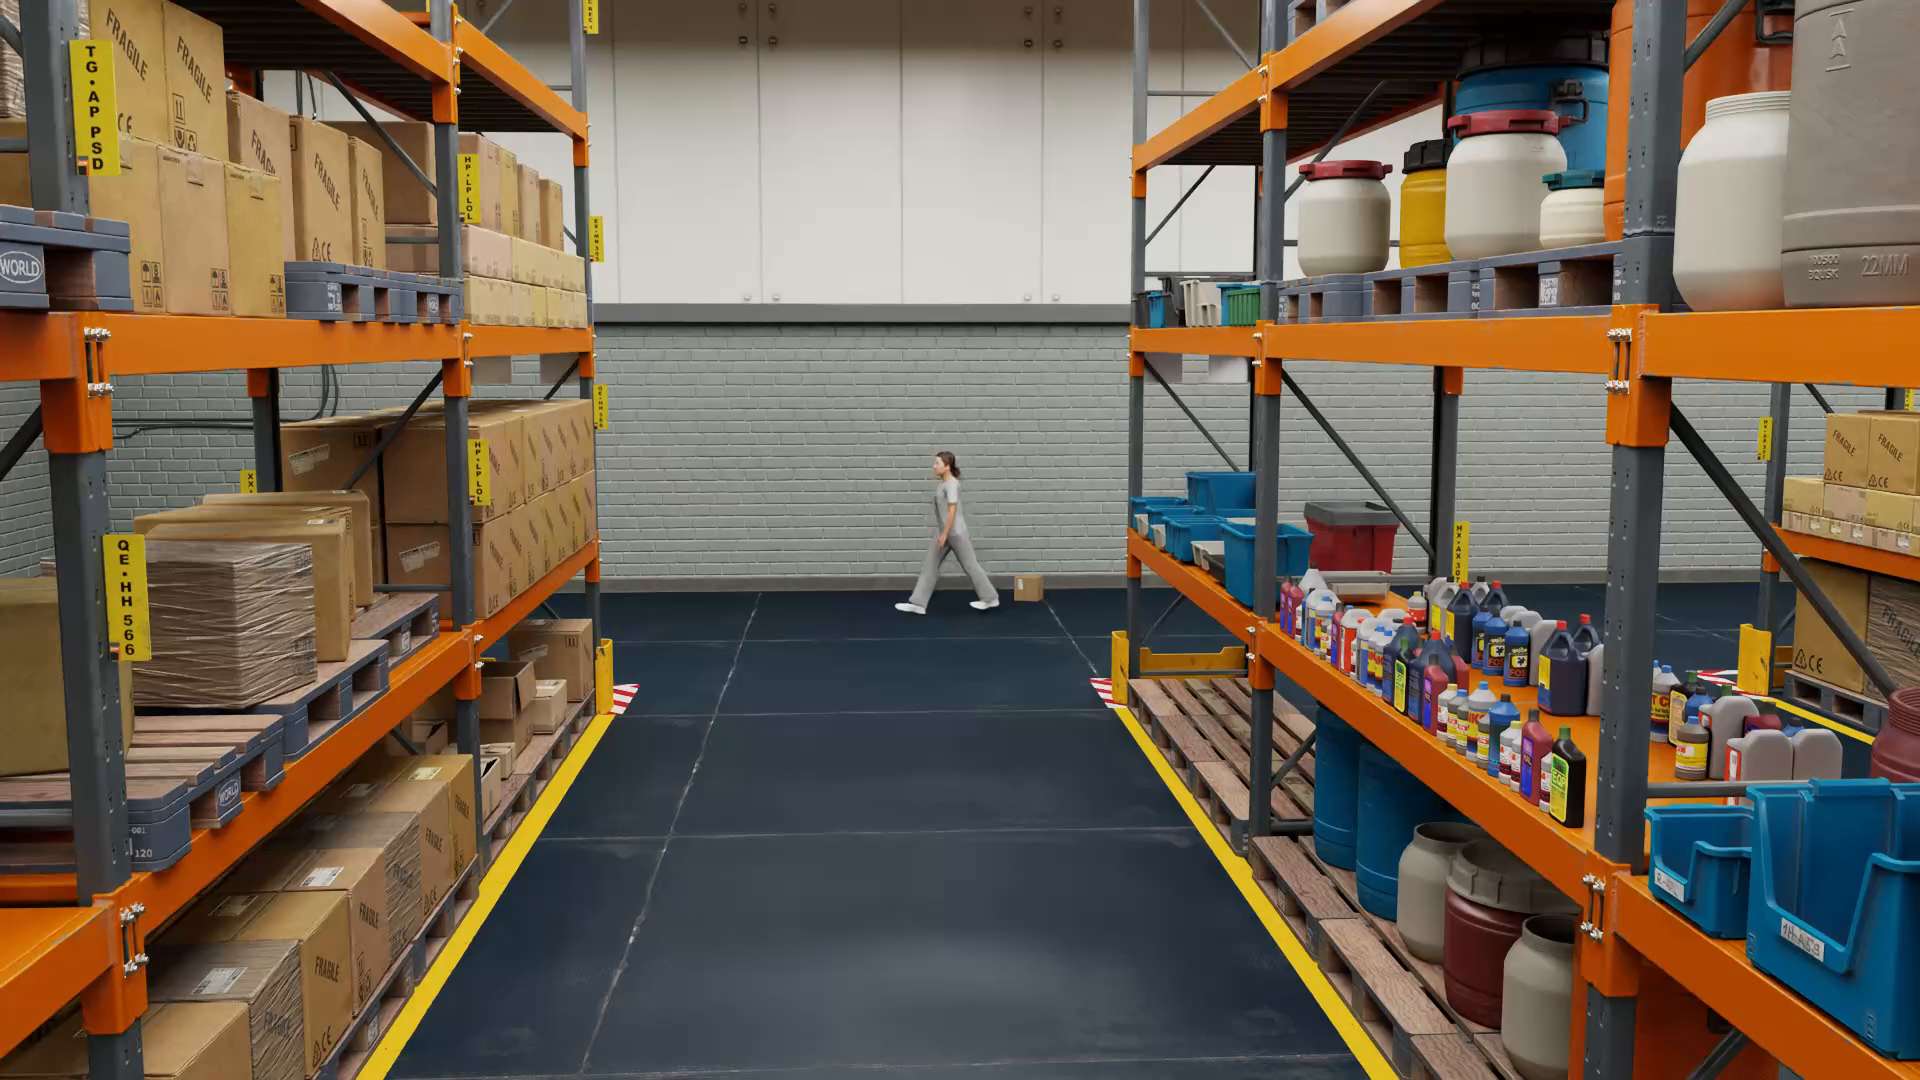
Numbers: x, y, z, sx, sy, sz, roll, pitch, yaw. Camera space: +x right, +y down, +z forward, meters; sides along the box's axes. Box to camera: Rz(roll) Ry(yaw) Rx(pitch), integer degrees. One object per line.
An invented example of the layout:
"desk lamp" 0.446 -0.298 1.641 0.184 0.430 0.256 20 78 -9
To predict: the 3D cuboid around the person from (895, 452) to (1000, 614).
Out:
"person" -0.106 -0.070 16.417 1.056 1.607 0.467 -2 7 -19
